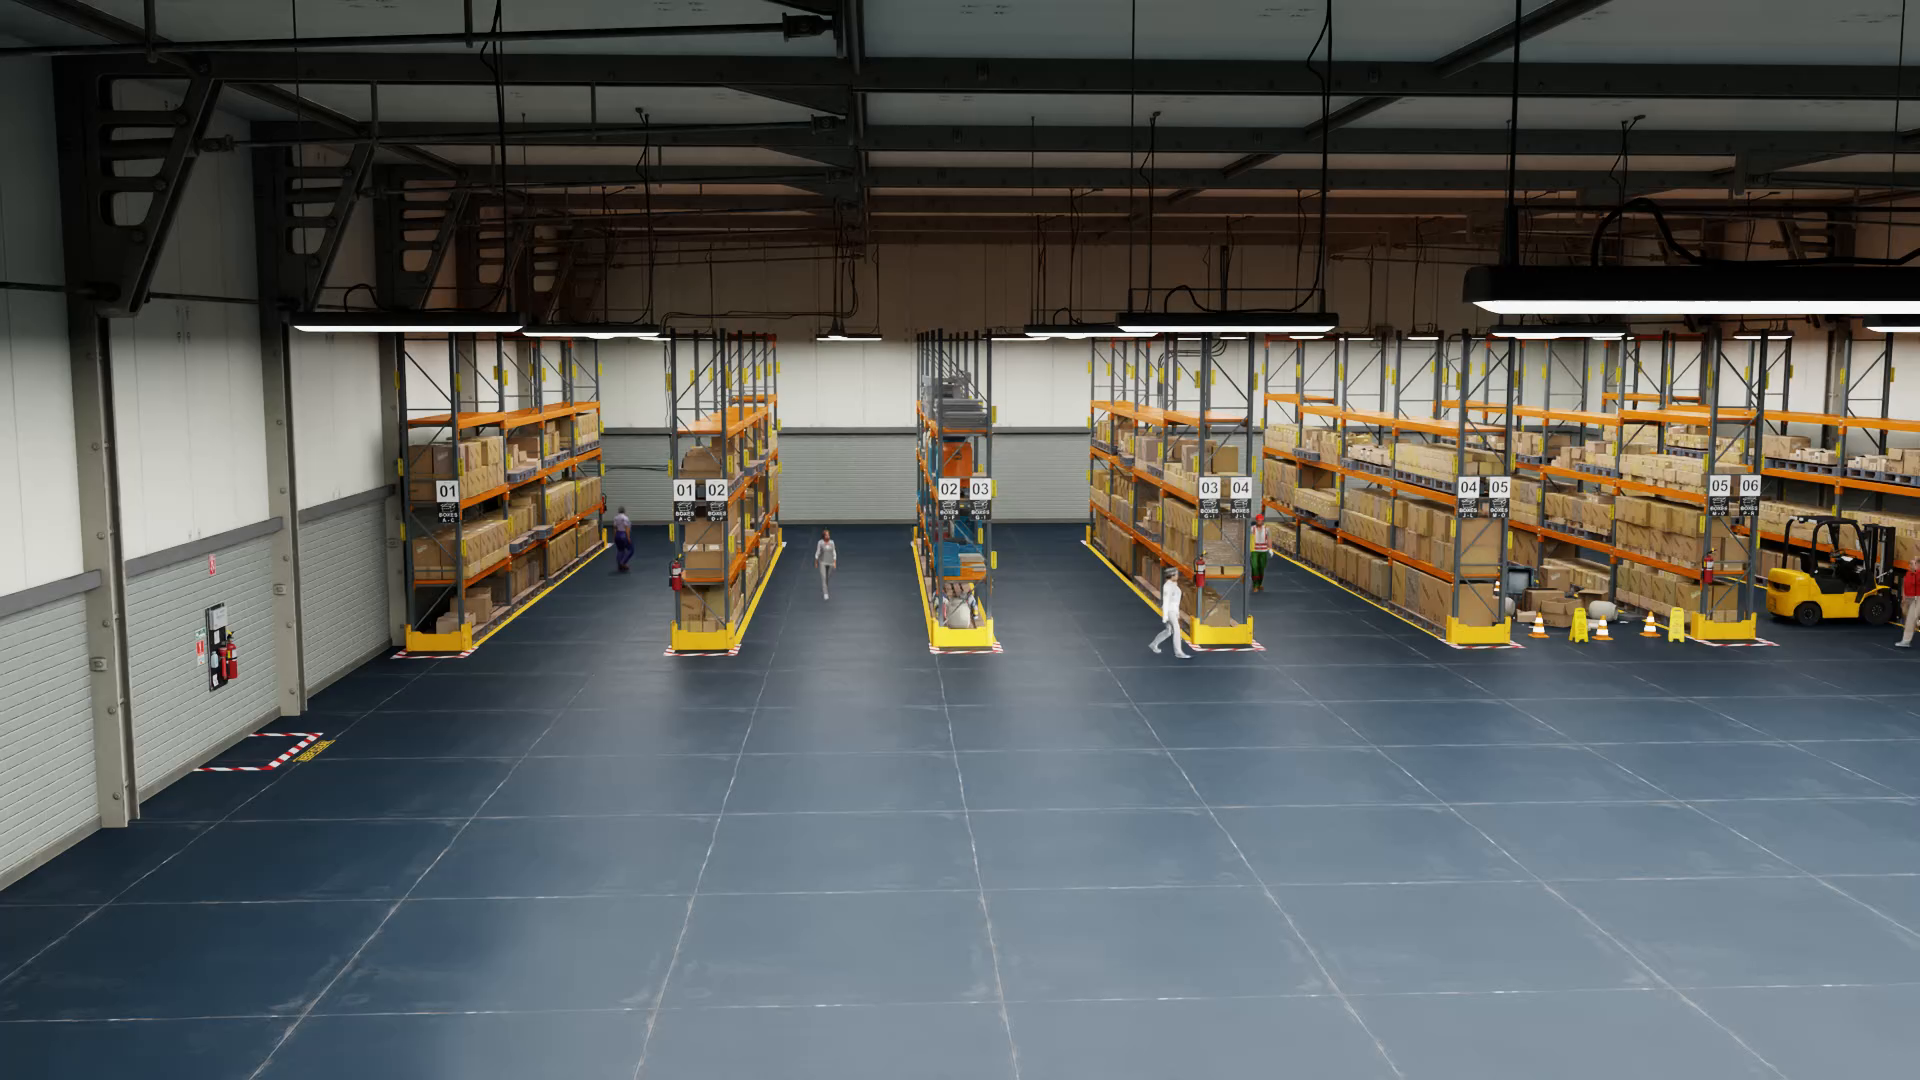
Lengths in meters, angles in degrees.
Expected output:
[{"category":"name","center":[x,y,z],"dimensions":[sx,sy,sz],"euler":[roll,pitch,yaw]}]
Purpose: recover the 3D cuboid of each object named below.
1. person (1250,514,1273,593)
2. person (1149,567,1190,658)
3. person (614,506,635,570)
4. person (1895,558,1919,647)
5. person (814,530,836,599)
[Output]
[{"category":"person","center":[6.938,0.310,38.564],"dimensions":[0.601,1.838,0.550],"euler":[0,7,-1]},{"category":"person","center":[3.865,1.309,30.534],"dimensions":[0.848,1.647,0.522],"euler":[3,7,25]},{"category":"person","center":[-8.550,-0.040,42.032],"dimensions":[0.532,1.648,0.466],"euler":[5,8,35]},{"category":"person","center":[18.128,1.162,31.480],"dimensions":[0.986,1.669,0.563],"euler":[-1,7,-10]},{"category":"person","center":[-2.994,0.543,37.285],"dimensions":[0.454,1.543,0.969],"euler":[-3,8,-26]}]
